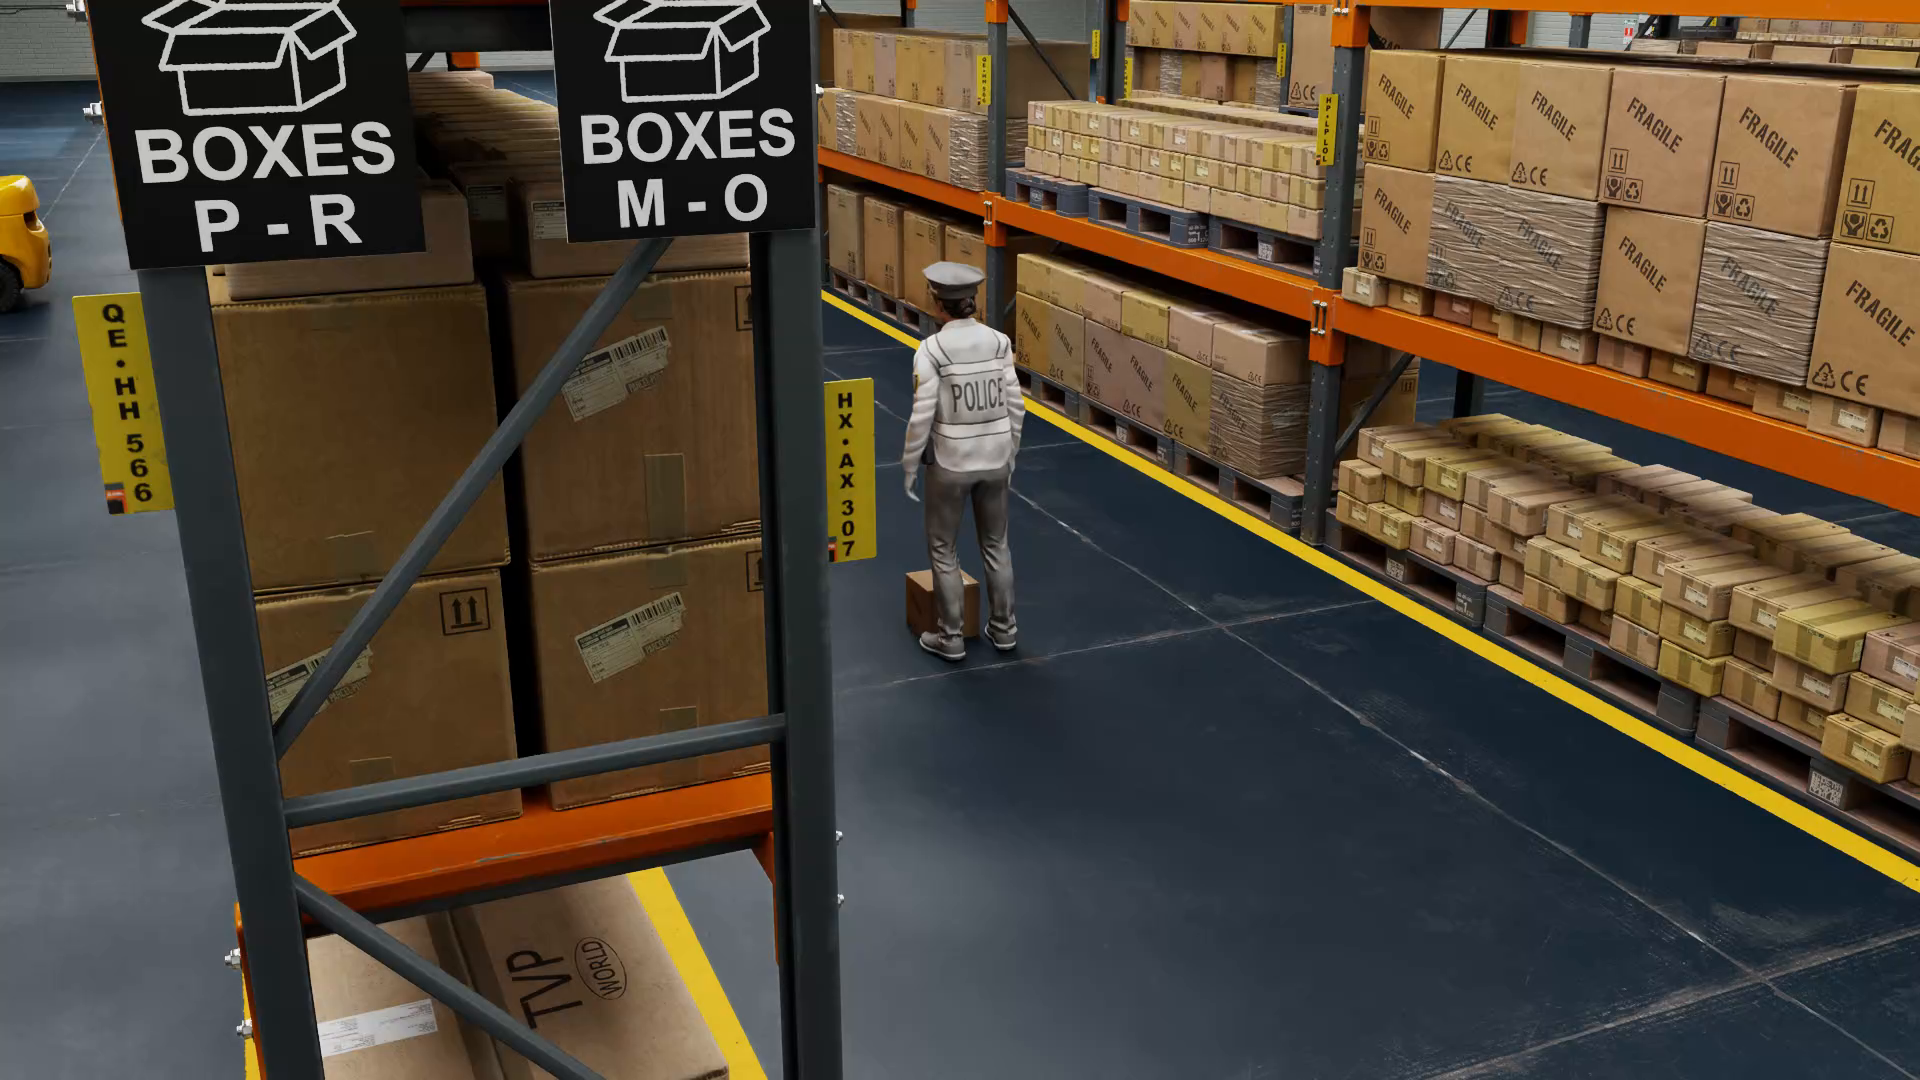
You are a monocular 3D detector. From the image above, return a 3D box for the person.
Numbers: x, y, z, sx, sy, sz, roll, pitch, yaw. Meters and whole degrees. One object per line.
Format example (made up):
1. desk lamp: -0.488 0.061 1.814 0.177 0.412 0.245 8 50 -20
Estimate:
1. person: 0.016 -0.311 6.960 0.545 1.666 0.370 -9 21 -24
